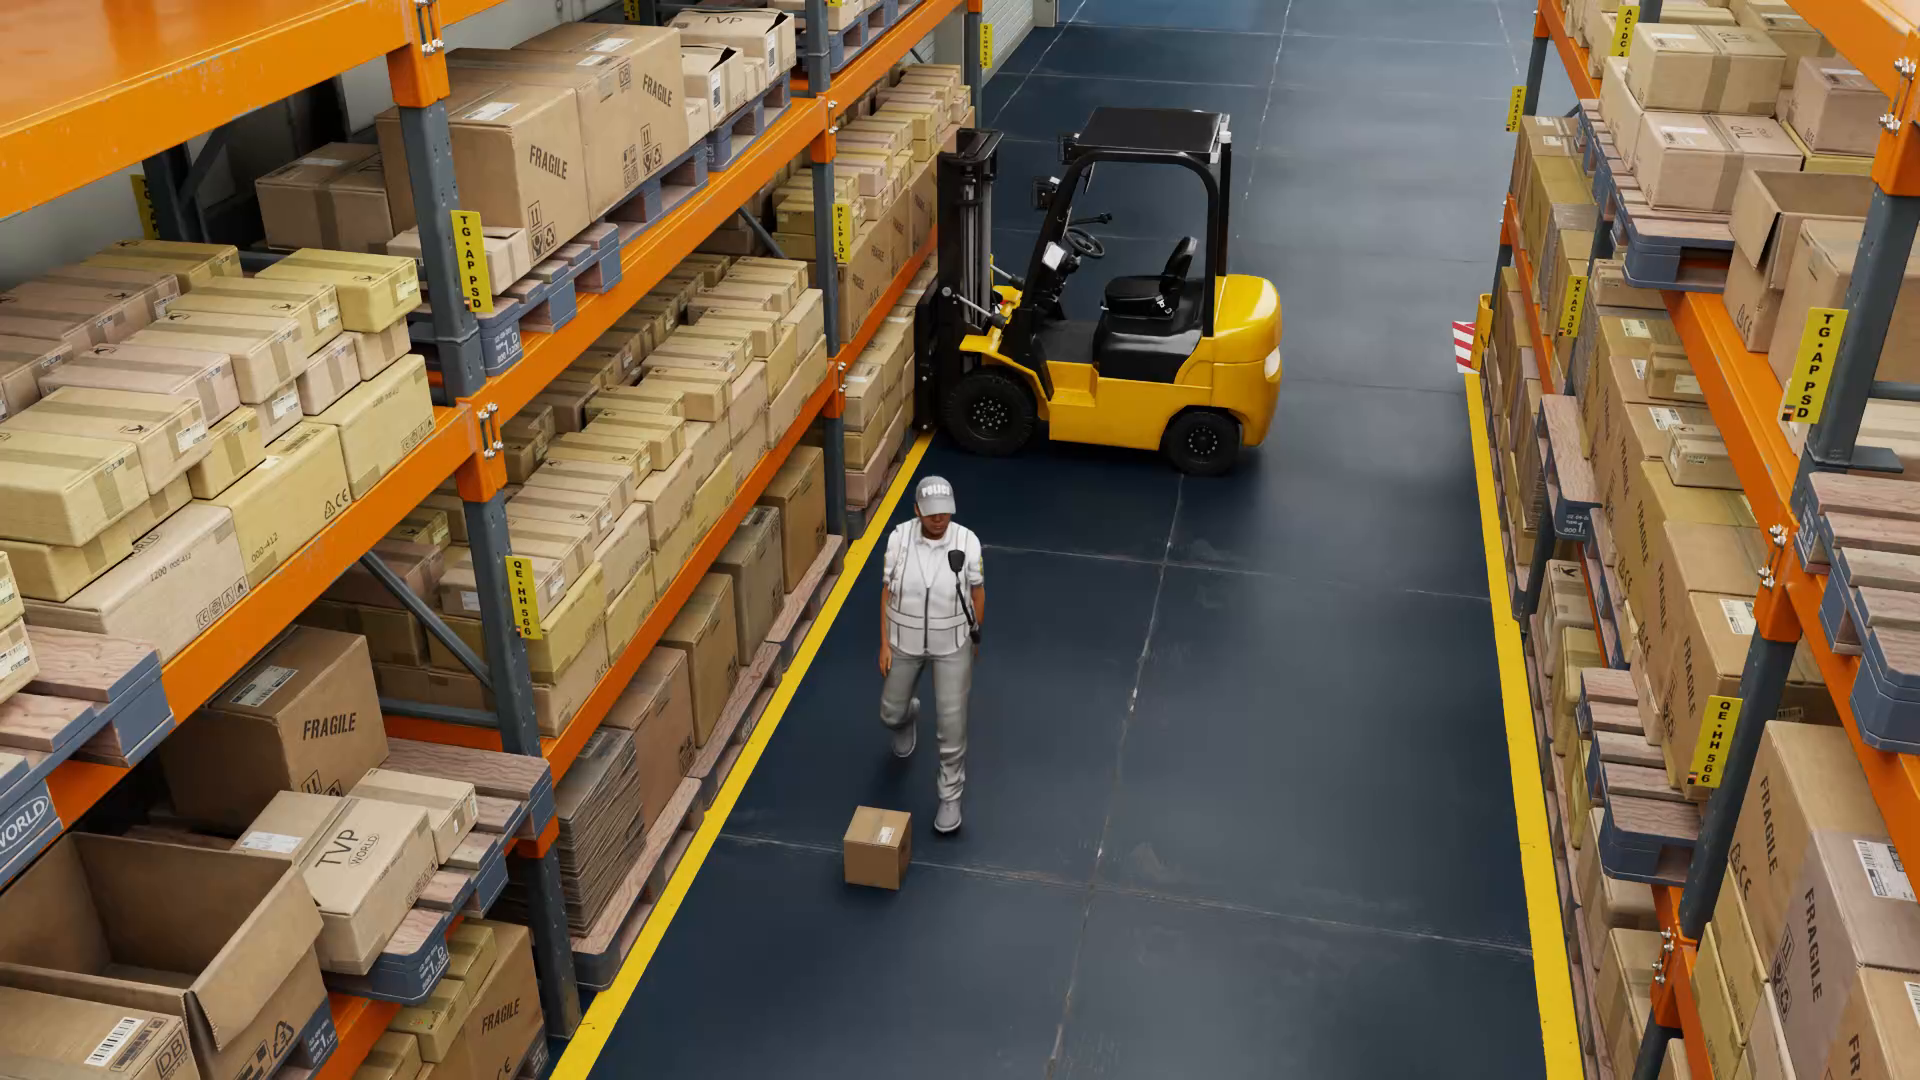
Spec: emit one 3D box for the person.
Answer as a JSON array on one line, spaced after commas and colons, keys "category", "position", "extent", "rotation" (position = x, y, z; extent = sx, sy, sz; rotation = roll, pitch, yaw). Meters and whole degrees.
[{"category": "person", "position": [-0.138, 0.479, 7.716], "extent": [0.491, 1.639, 0.752], "rotation": [3, 29, 6]}]
